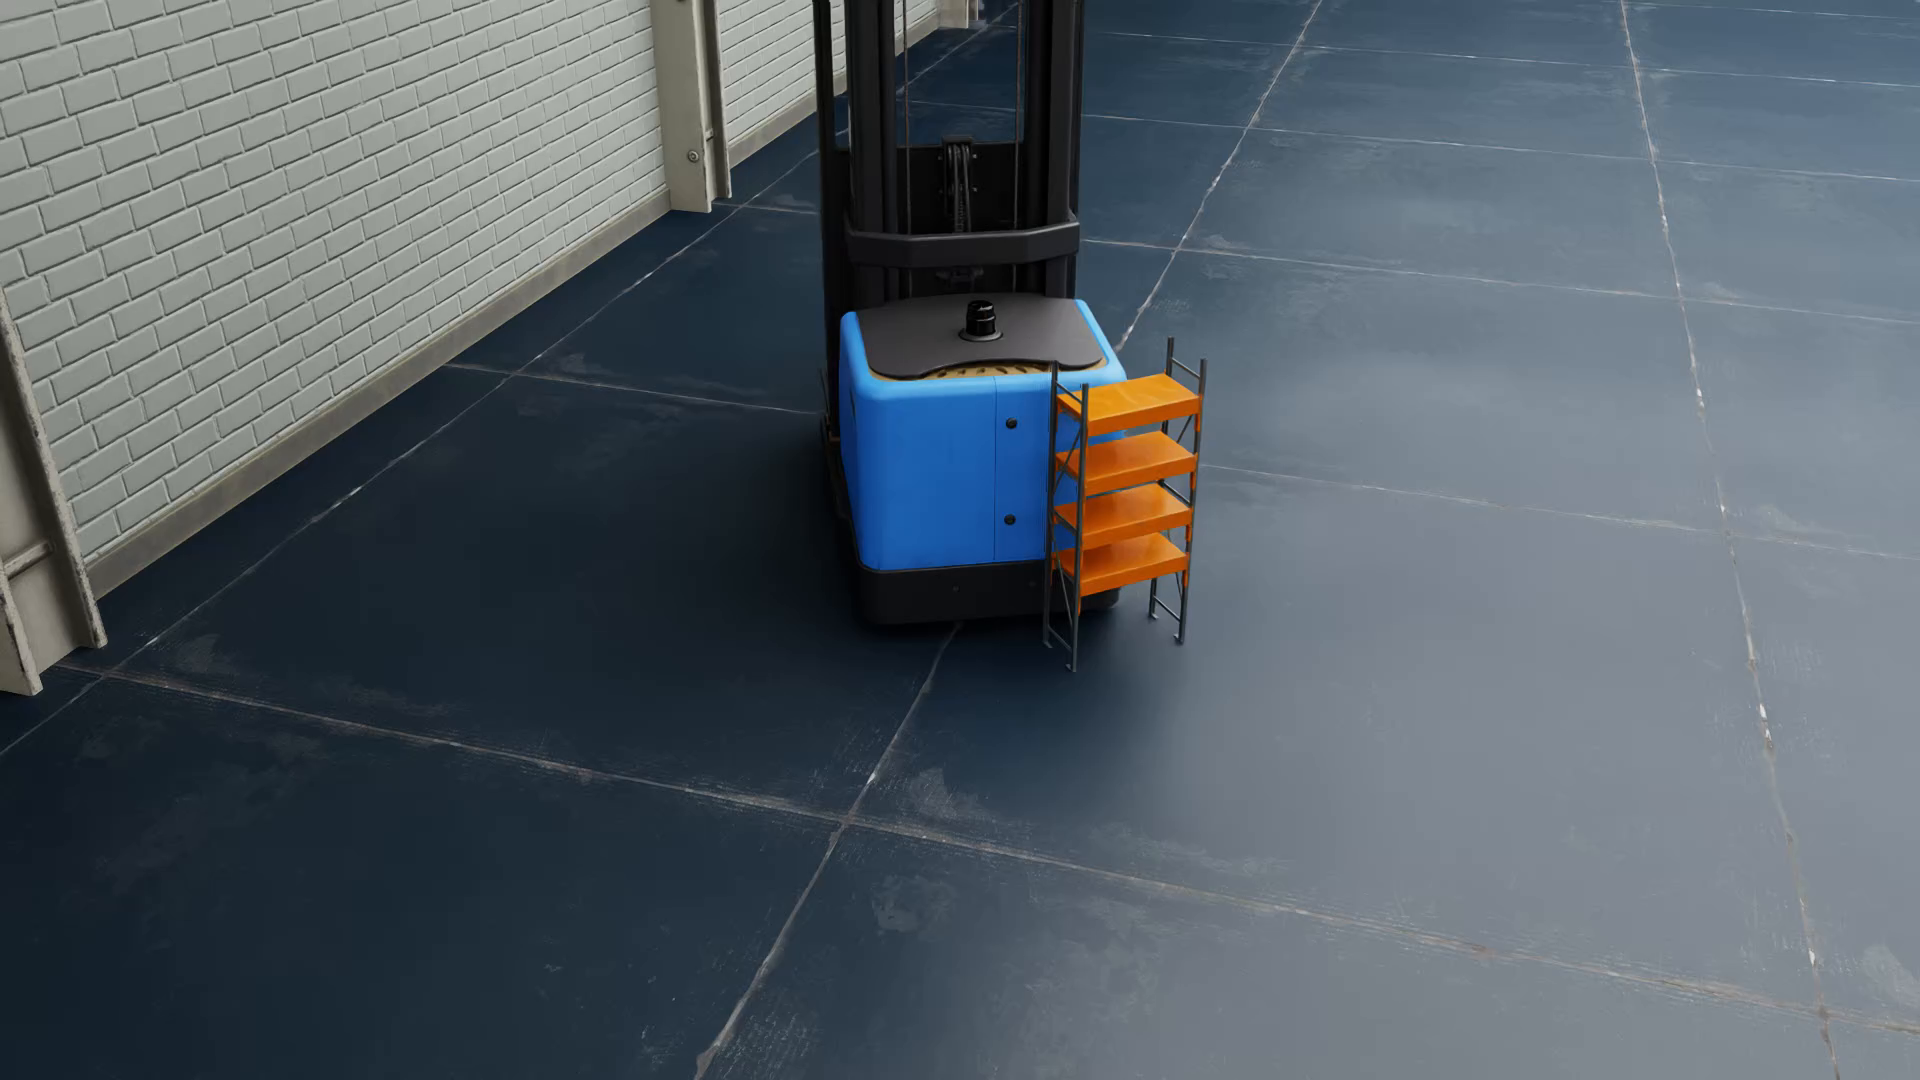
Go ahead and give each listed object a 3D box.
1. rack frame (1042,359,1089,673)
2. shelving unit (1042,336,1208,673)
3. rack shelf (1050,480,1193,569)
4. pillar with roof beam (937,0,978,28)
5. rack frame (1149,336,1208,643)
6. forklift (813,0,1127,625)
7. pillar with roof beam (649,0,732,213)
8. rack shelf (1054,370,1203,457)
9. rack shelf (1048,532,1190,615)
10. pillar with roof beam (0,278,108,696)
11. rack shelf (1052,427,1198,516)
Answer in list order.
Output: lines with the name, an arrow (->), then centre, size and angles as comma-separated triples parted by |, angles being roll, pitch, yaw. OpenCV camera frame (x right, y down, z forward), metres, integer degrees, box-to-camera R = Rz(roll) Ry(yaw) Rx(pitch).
rack frame -> 0.385, -0.069, 6.138 | 0.015, 1.200, 0.240 | -13, 32, -23
shelving unit -> 0.604, -0.121, 6.232 | 0.503, 1.200, 0.258 | -13, 32, -23
rack shelf -> 0.604, -0.063, 6.265 | 0.480, 0.148, 0.258 | -13, 32, -23
pillar with roof beam -> 4.089, -8.426, 13.140 | 9.100, 9.000, 0.400 | 8, 30, 15
rack frame -> 0.823, -0.174, 6.326 | 0.015, 1.200, 0.240 | -13, 32, -23
forklift -> -0.077, -1.642, 7.187 | 1.130, 2.935, 3.031 | -4, 29, -7
pillar with roof beam -> 2.328, -5.638, 8.128 | 9.100, 9.000, 0.400 | 8, 30, 15
rack shelf -> 0.606, -0.463, 6.038 | 0.480, 0.148, 0.258 | -13, 32, -23
rack shelf -> 0.603, 0.110, 6.363 | 0.480, 0.148, 0.258 | -13, 32, -23
pillar with roof beam -> 0.567, -2.850, 3.116 | 9.100, 9.000, 0.400 | 8, 30, 15
rack shelf -> 0.605, -0.258, 6.155 | 0.480, 0.148, 0.258 | -13, 32, -23
